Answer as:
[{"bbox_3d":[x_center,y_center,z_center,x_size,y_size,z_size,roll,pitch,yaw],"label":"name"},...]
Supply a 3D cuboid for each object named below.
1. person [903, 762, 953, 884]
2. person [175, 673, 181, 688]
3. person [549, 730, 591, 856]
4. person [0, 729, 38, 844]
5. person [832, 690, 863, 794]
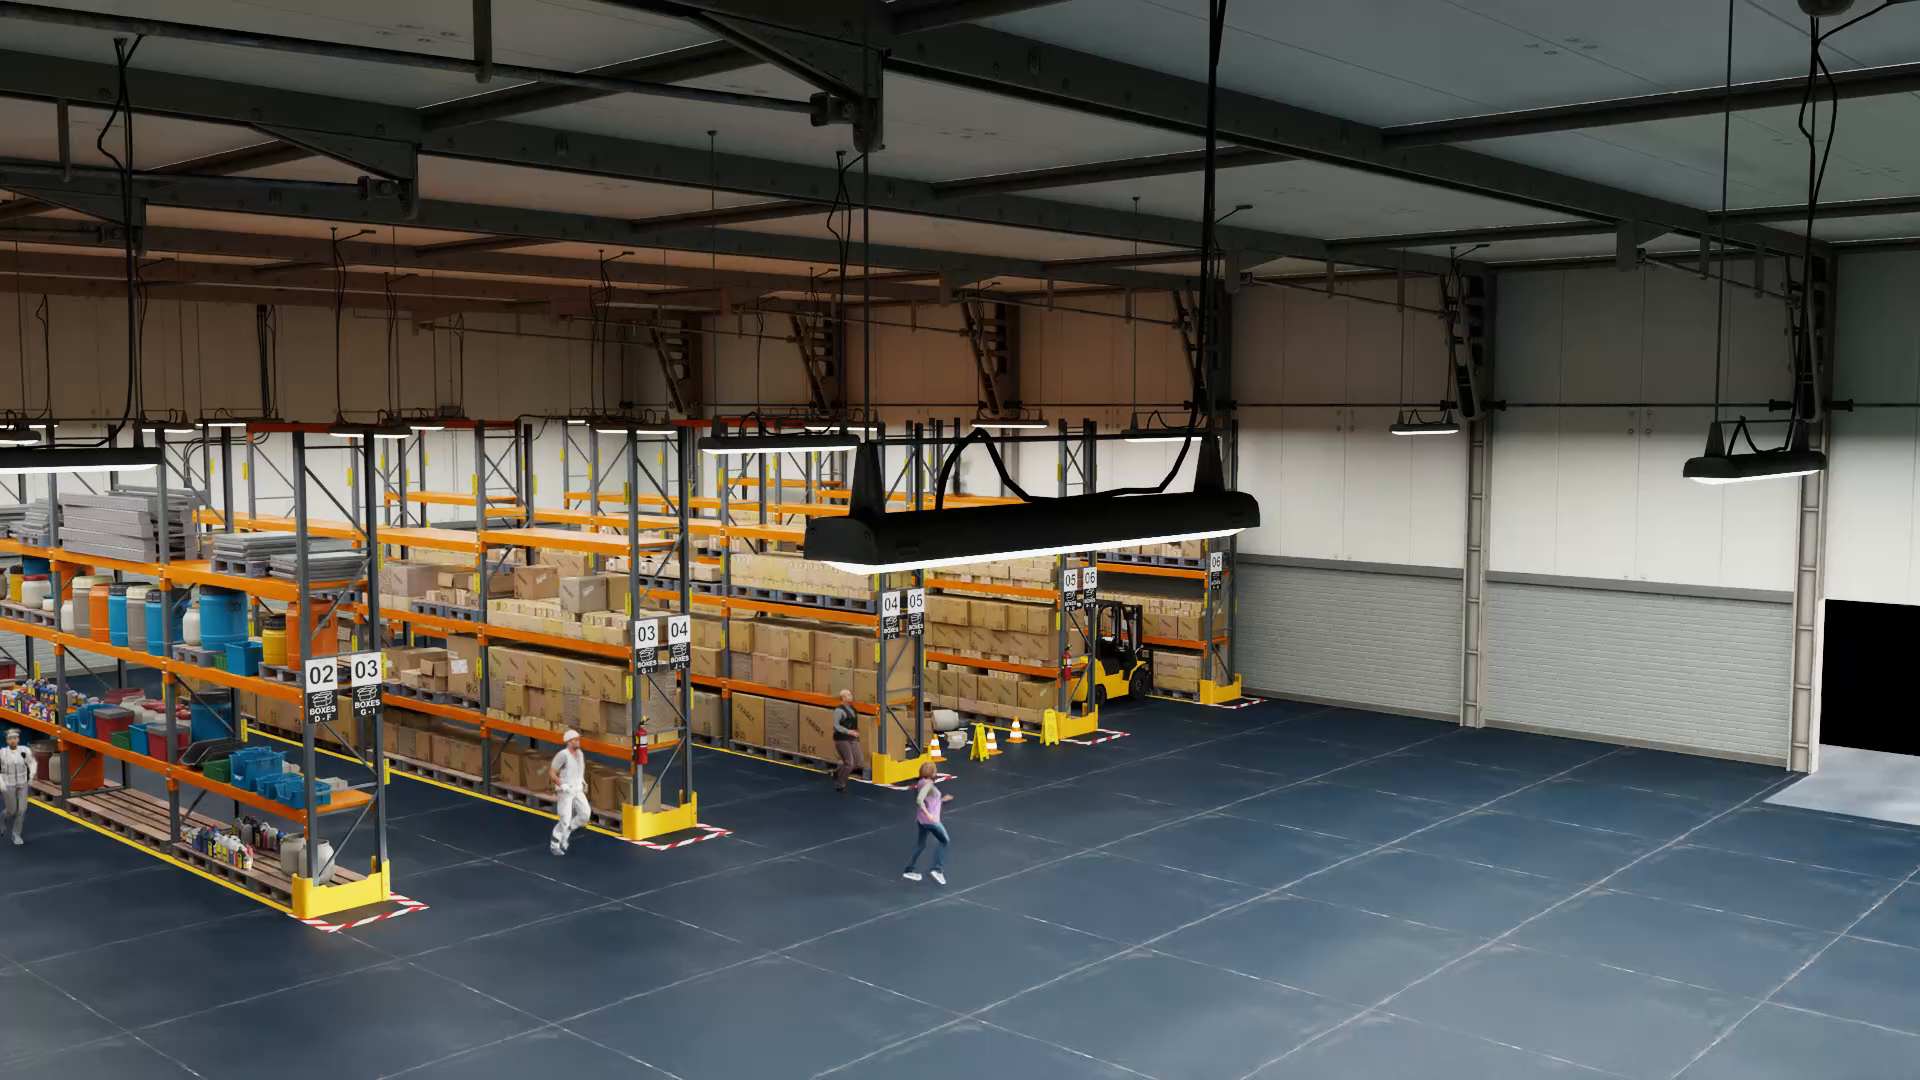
[{"bbox_3d":[-0.412,3.740,21.922,0.703,1.639,0.503,-2,5,-24],"label":"person"},{"bbox_3d":[-16.912,2.545,36.190,0.601,1.651,0.591,-3,6,-36],"label":"person"},{"bbox_3d":[-5.453,3.549,23.466,0.526,1.725,0.723,3,6,33],"label":"person"},{"bbox_3d":[-13.704,3.542,24.115,0.615,1.676,0.603,-4,6,-42],"label":"person"},{"bbox_3d":[-1.835,3.283,27.144,0.582,1.693,0.675,2,5,23],"label":"person"}]
